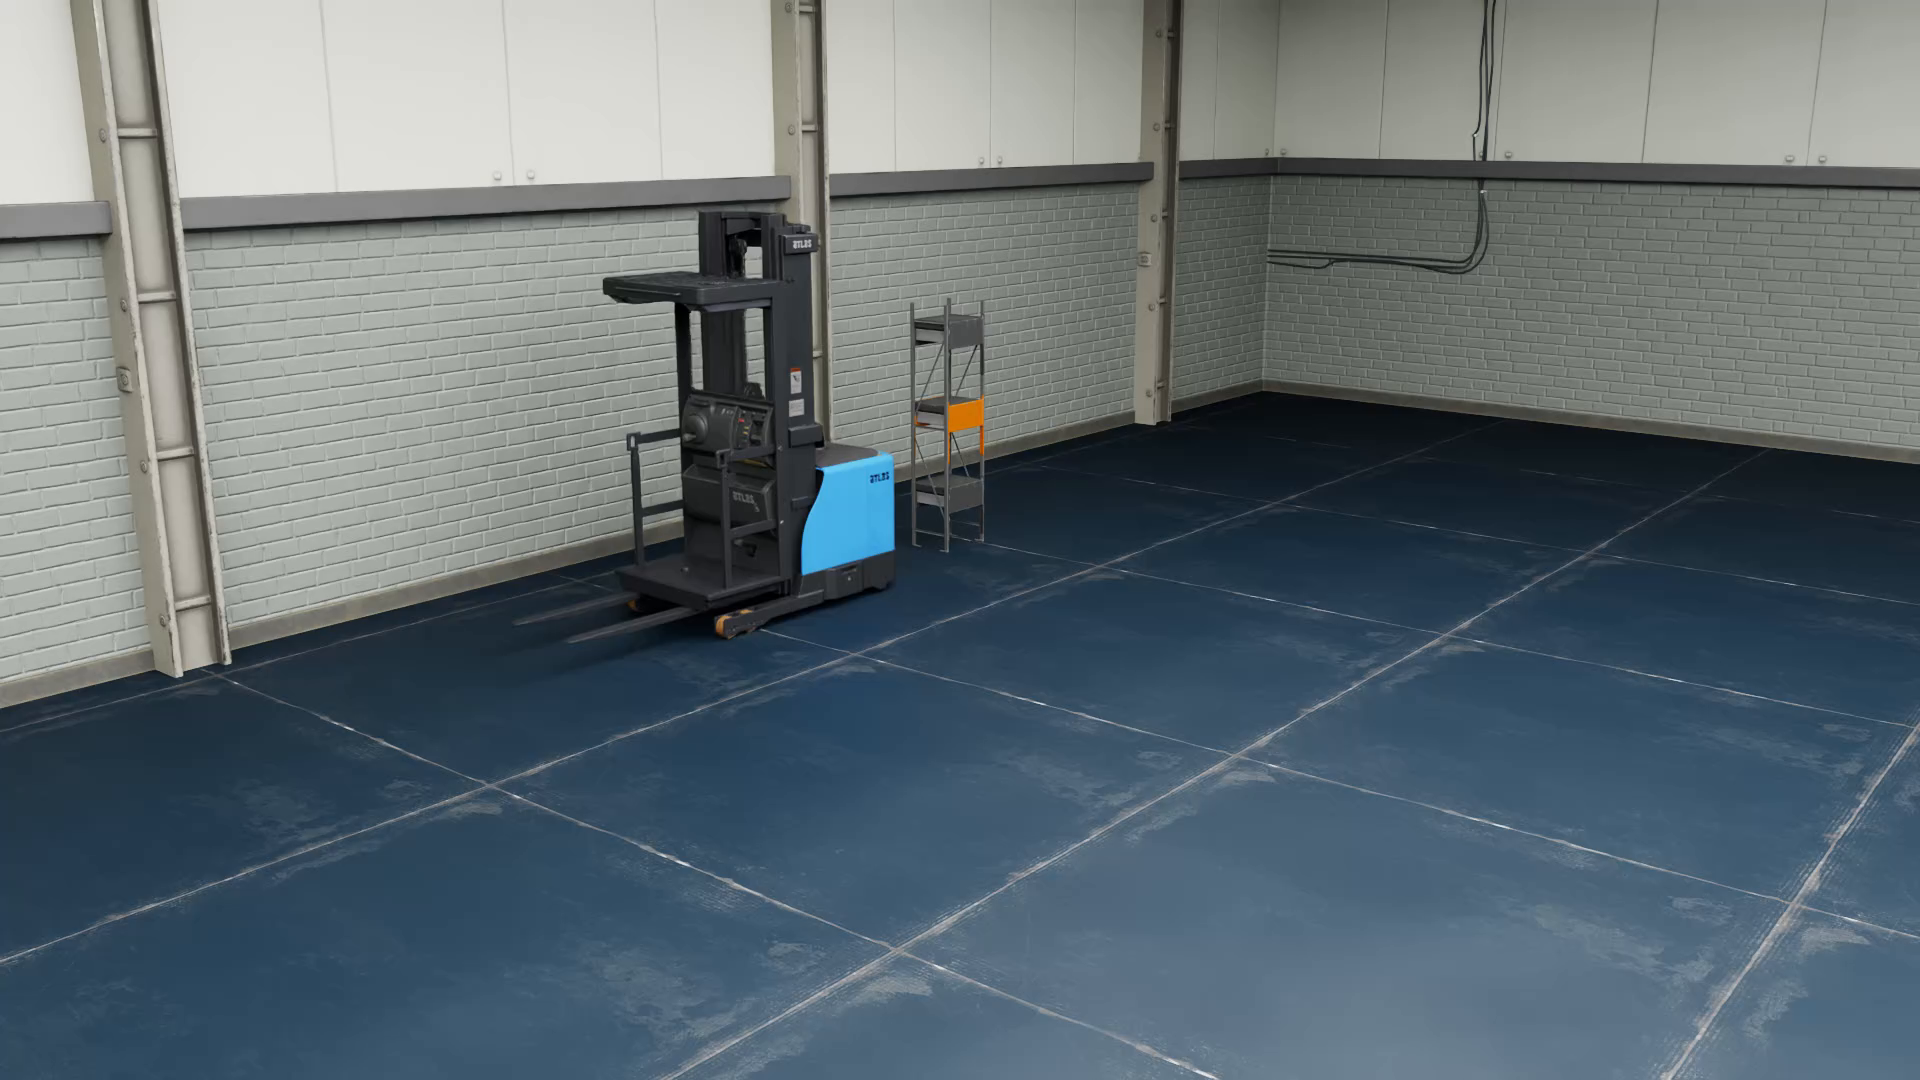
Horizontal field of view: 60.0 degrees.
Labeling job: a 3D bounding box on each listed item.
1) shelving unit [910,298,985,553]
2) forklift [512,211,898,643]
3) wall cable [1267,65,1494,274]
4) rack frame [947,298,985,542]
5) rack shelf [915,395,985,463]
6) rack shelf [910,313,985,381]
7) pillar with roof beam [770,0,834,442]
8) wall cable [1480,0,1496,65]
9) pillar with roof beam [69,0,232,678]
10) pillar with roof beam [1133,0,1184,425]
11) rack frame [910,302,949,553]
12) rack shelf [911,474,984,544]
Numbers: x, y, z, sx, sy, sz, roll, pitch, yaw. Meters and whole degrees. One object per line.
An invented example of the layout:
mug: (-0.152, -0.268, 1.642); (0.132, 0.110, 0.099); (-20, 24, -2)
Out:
shelving unit: (-0.104, -0.986, 14.240); (0.431, 2.100, 0.503); (11, 18, 38)
forklift: (-1.842, -0.859, 12.052); (1.130, 2.935, 3.031); (12, 19, 40)
wall cable: (5.224, -4.662, 21.005); (3.097, 2.526, 0.112); (11, 18, 38)
rack frame: (0.049, -1.033, 14.424); (0.400, 2.100, 0.015); (11, 18, 38)
rack shelf: (-0.104, -0.973, 14.243); (0.431, 0.518, 0.480); (11, 18, 38)
rack shelf: (-0.104, -1.651, 14.071); (0.431, 0.518, 0.480); (11, 18, 38)
pillar with roof beam: (1.922, -3.992, 12.062); (9.100, 9.000, 0.400); (11, 18, 38)
wall cable: (7.329, -6.691, 18.735); (3.097, 2.526, 0.112); (11, 18, 38)
pillar with roof beam: (-1.849, -2.843, 7.539); (9.100, 9.000, 0.400); (11, 18, 38)
pillar with roof beam: (5.693, -5.141, 16.585); (9.100, 9.000, 0.400); (11, 18, 38)
rack frame: (-0.257, -0.939, 14.056); (0.400, 2.100, 0.015); (11, 18, 38)
rack shelf: (-0.104, -0.294, 14.415); (0.431, 0.518, 0.480); (11, 18, 38)
